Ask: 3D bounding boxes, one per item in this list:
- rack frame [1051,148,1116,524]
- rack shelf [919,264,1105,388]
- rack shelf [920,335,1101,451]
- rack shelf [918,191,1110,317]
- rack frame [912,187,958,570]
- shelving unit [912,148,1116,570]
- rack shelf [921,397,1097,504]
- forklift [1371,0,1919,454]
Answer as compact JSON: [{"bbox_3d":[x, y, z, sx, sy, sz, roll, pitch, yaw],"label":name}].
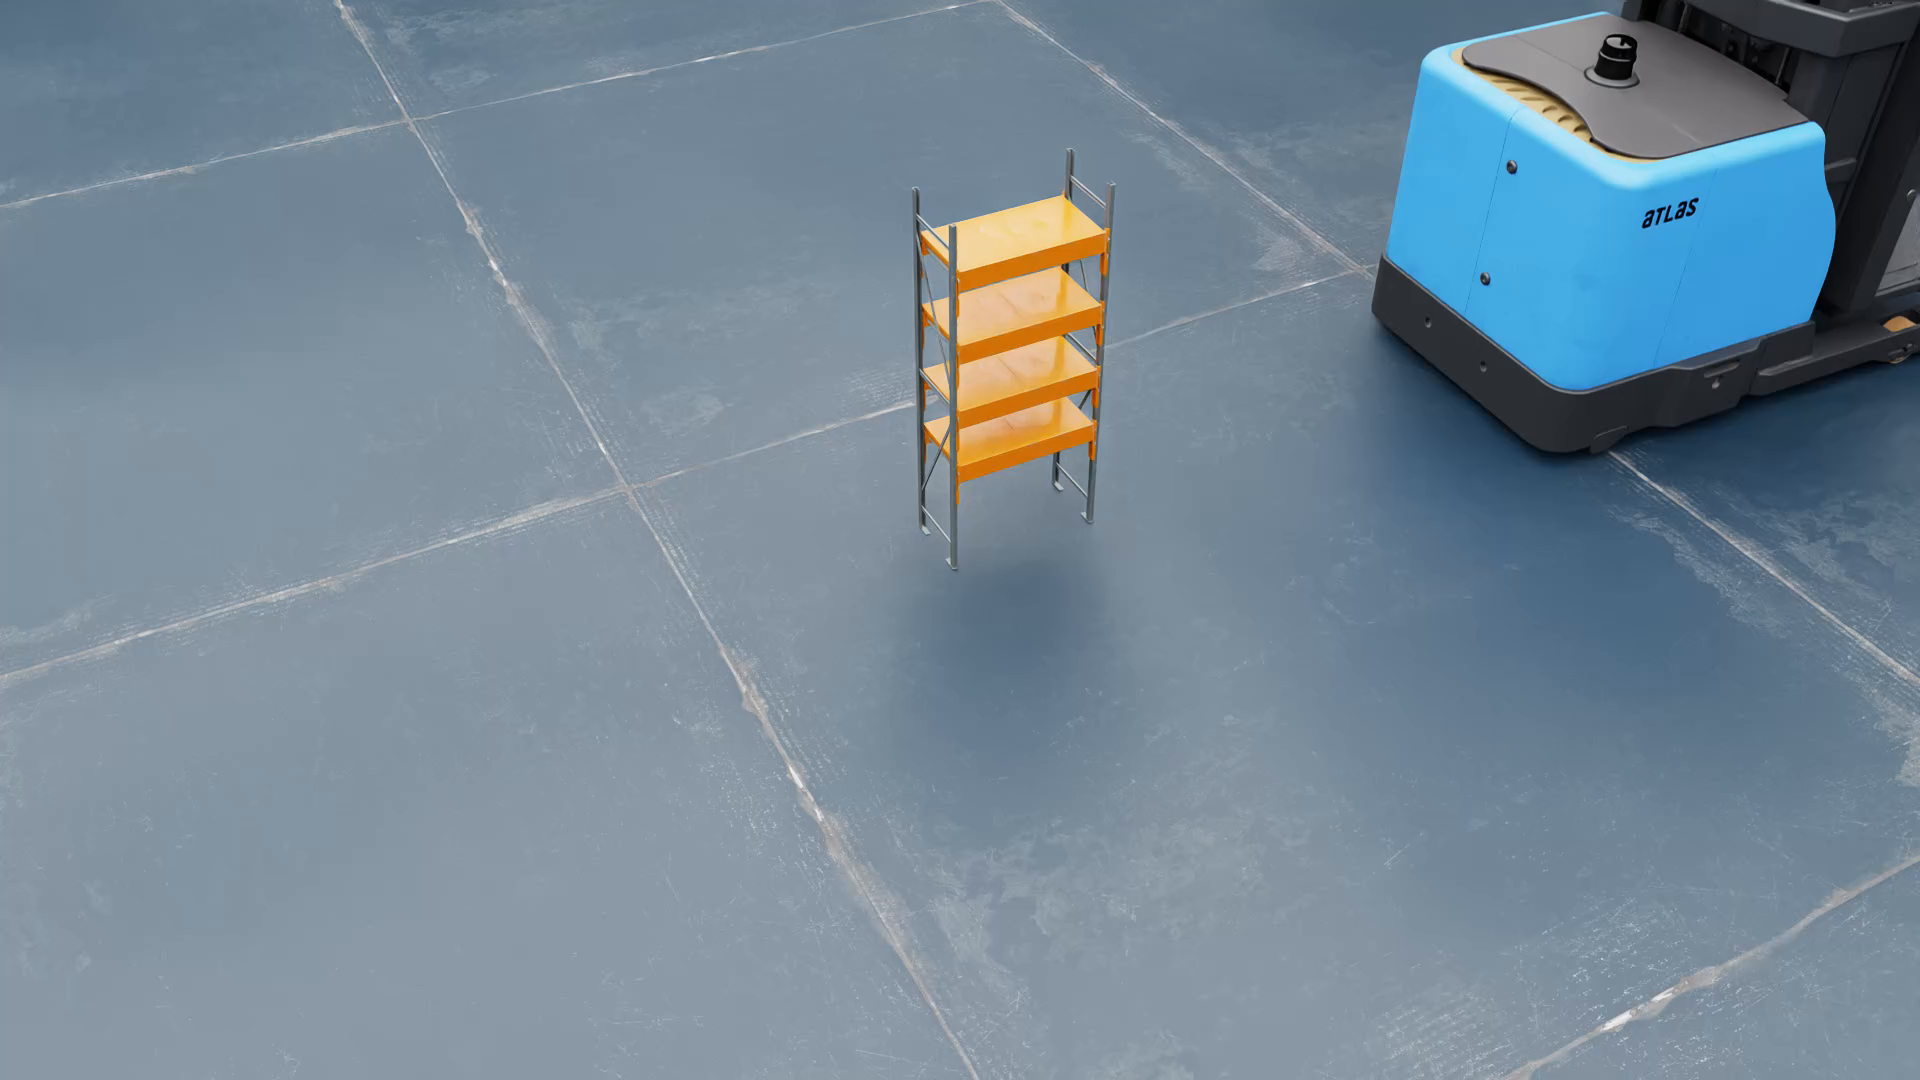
[{"bbox_3d":[0.363,-0.580,5.007,0.015,1.200,0.240,-19,44,-21],"label":"rack frame"},{"bbox_3d":[0.147,-0.627,4.820,0.480,0.148,0.258,-19,44,-21],"label":"rack shelf"},{"bbox_3d":[0.147,-0.456,4.964,0.480,0.148,0.258,-19,44,-21],"label":"rack shelf"},{"bbox_3d":[0.147,-0.807,4.667,0.480,0.148,0.258,-19,44,-21],"label":"rack shelf"},{"bbox_3d":[-0.070,-0.435,4.835,0.015,1.200,0.240,-19,44,-21],"label":"rack frame"},{"bbox_3d":[0.147,-0.507,4.921,0.503,1.200,0.258,-19,44,-21],"label":"shelving unit"},{"bbox_3d":[0.147,-0.304,5.092,0.480,0.148,0.258,-19,44,-21],"label":"rack shelf"},{"bbox_3d":[3.078,-2.048,5.401,3.031,2.935,1.130,-17,43,-19],"label":"forklift"}]
